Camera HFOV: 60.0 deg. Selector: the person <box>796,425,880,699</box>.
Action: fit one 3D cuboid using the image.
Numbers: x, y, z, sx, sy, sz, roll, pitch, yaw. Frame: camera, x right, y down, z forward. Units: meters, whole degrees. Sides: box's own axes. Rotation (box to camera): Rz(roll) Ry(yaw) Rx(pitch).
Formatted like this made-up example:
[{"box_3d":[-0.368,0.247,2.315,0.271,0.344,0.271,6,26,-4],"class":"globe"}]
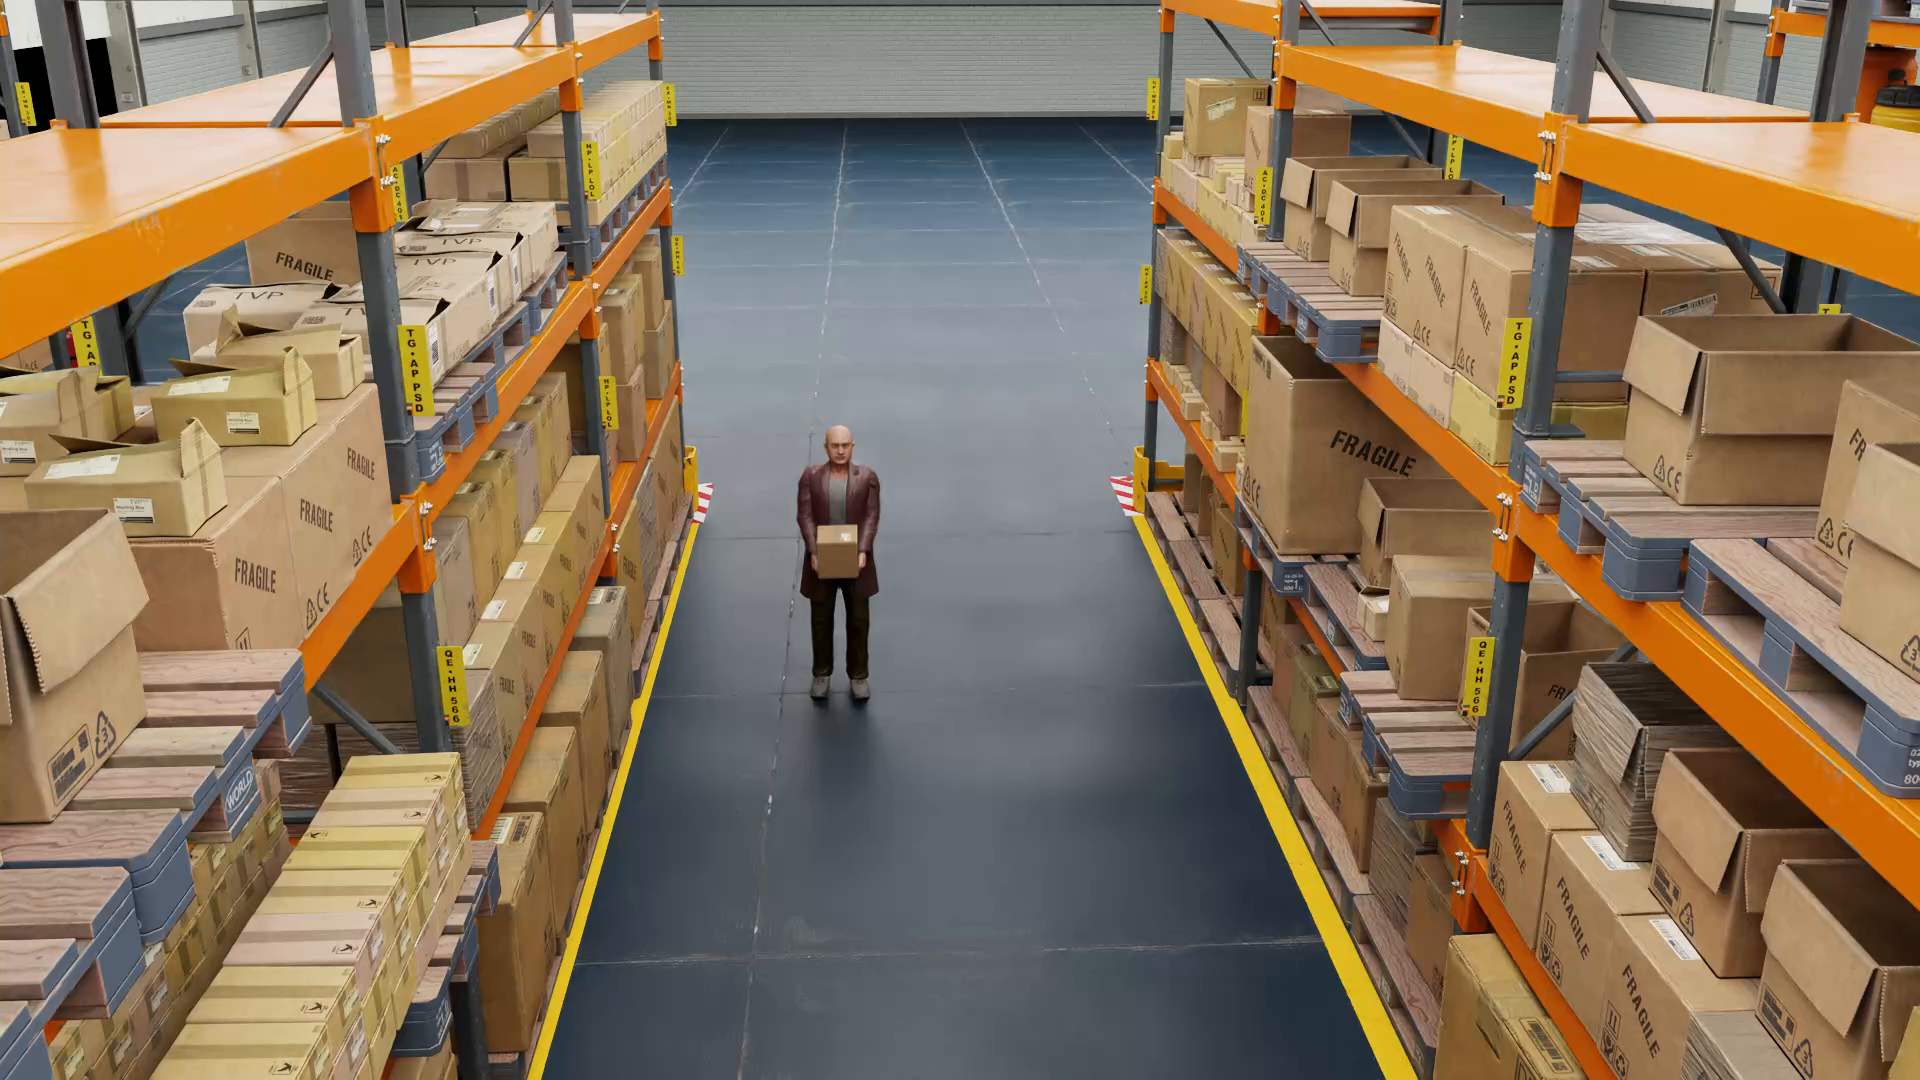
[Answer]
[{"box_3d":[-0.768,0.170,10.629,0.537,1.777,0.548,-1,20,-3],"class":"person"}]
